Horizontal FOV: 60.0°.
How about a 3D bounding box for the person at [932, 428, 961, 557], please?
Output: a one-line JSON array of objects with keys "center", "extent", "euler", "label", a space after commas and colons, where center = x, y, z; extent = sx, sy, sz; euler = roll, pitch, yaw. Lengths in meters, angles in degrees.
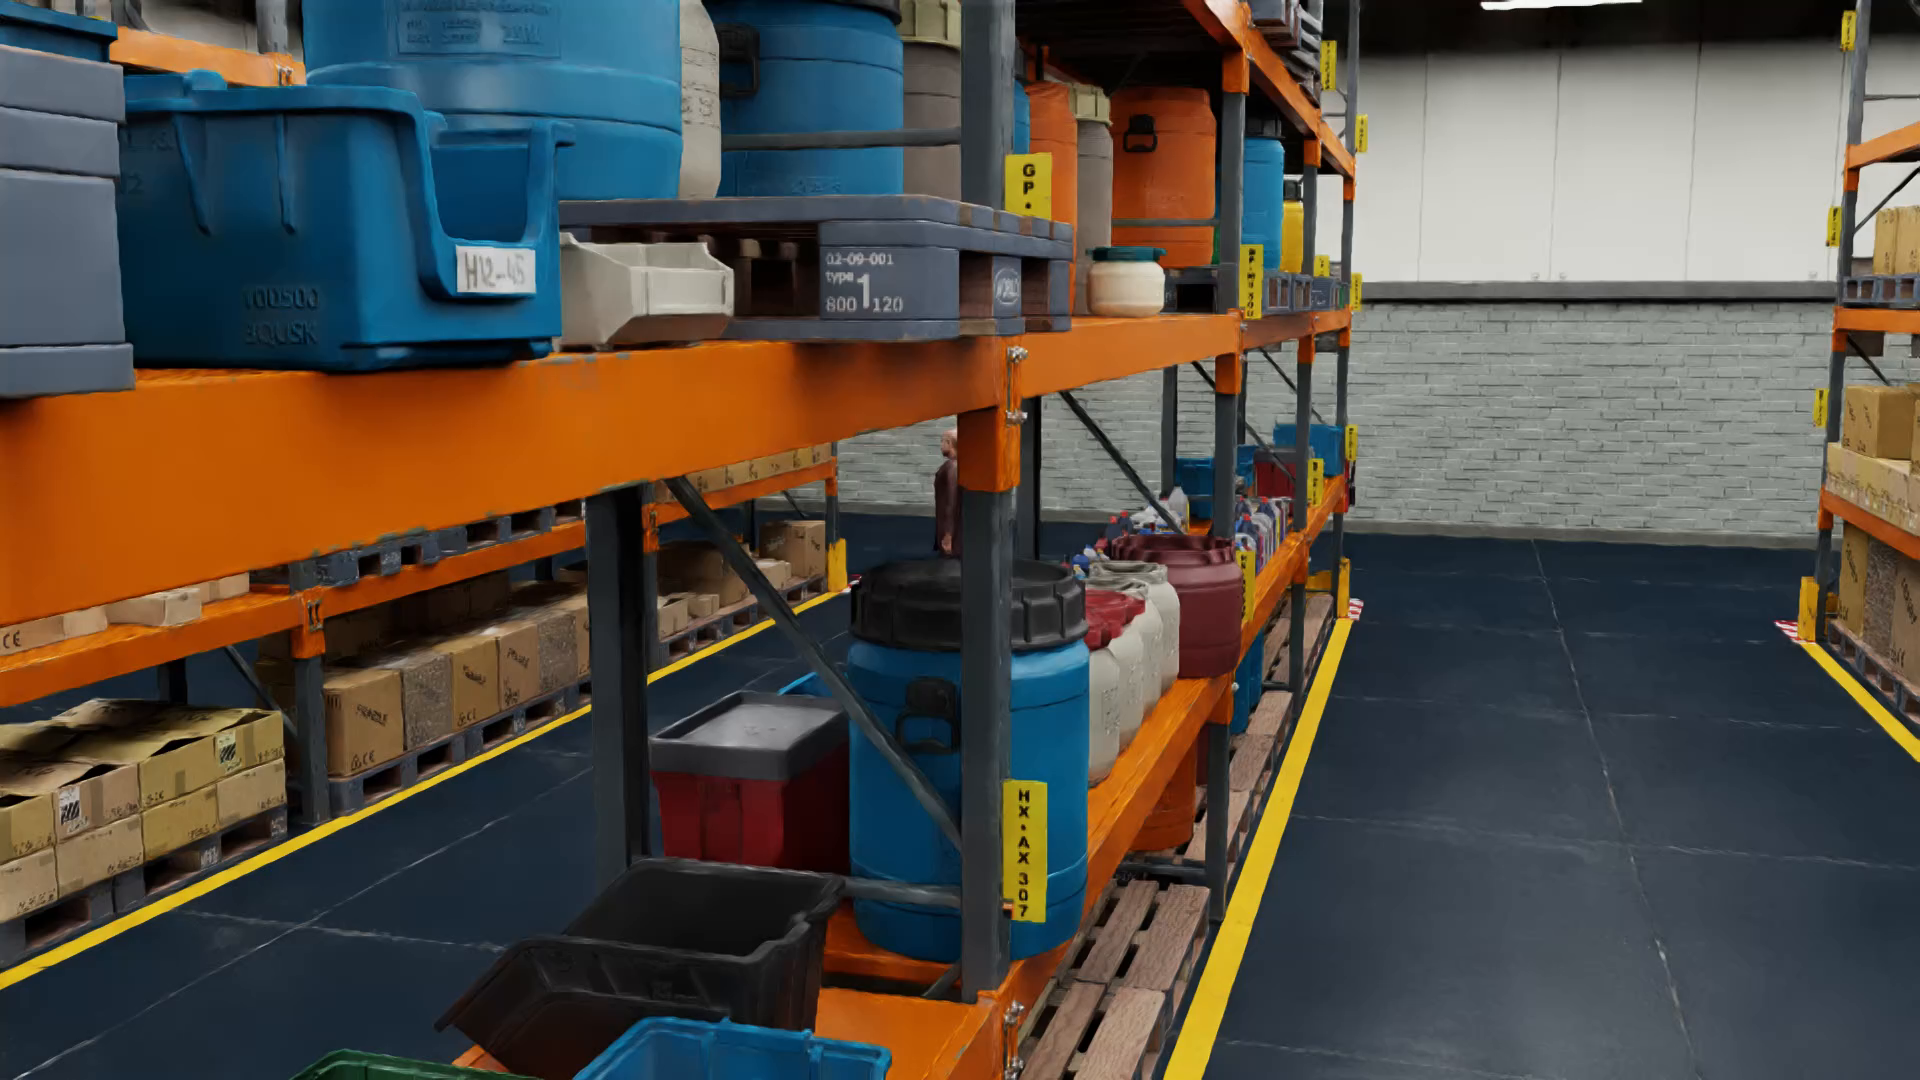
[{"center": [-0.078, -0.081, 14.373], "extent": [0.640, 1.779, 0.749], "euler": [1, 8, 7], "label": "person"}]
